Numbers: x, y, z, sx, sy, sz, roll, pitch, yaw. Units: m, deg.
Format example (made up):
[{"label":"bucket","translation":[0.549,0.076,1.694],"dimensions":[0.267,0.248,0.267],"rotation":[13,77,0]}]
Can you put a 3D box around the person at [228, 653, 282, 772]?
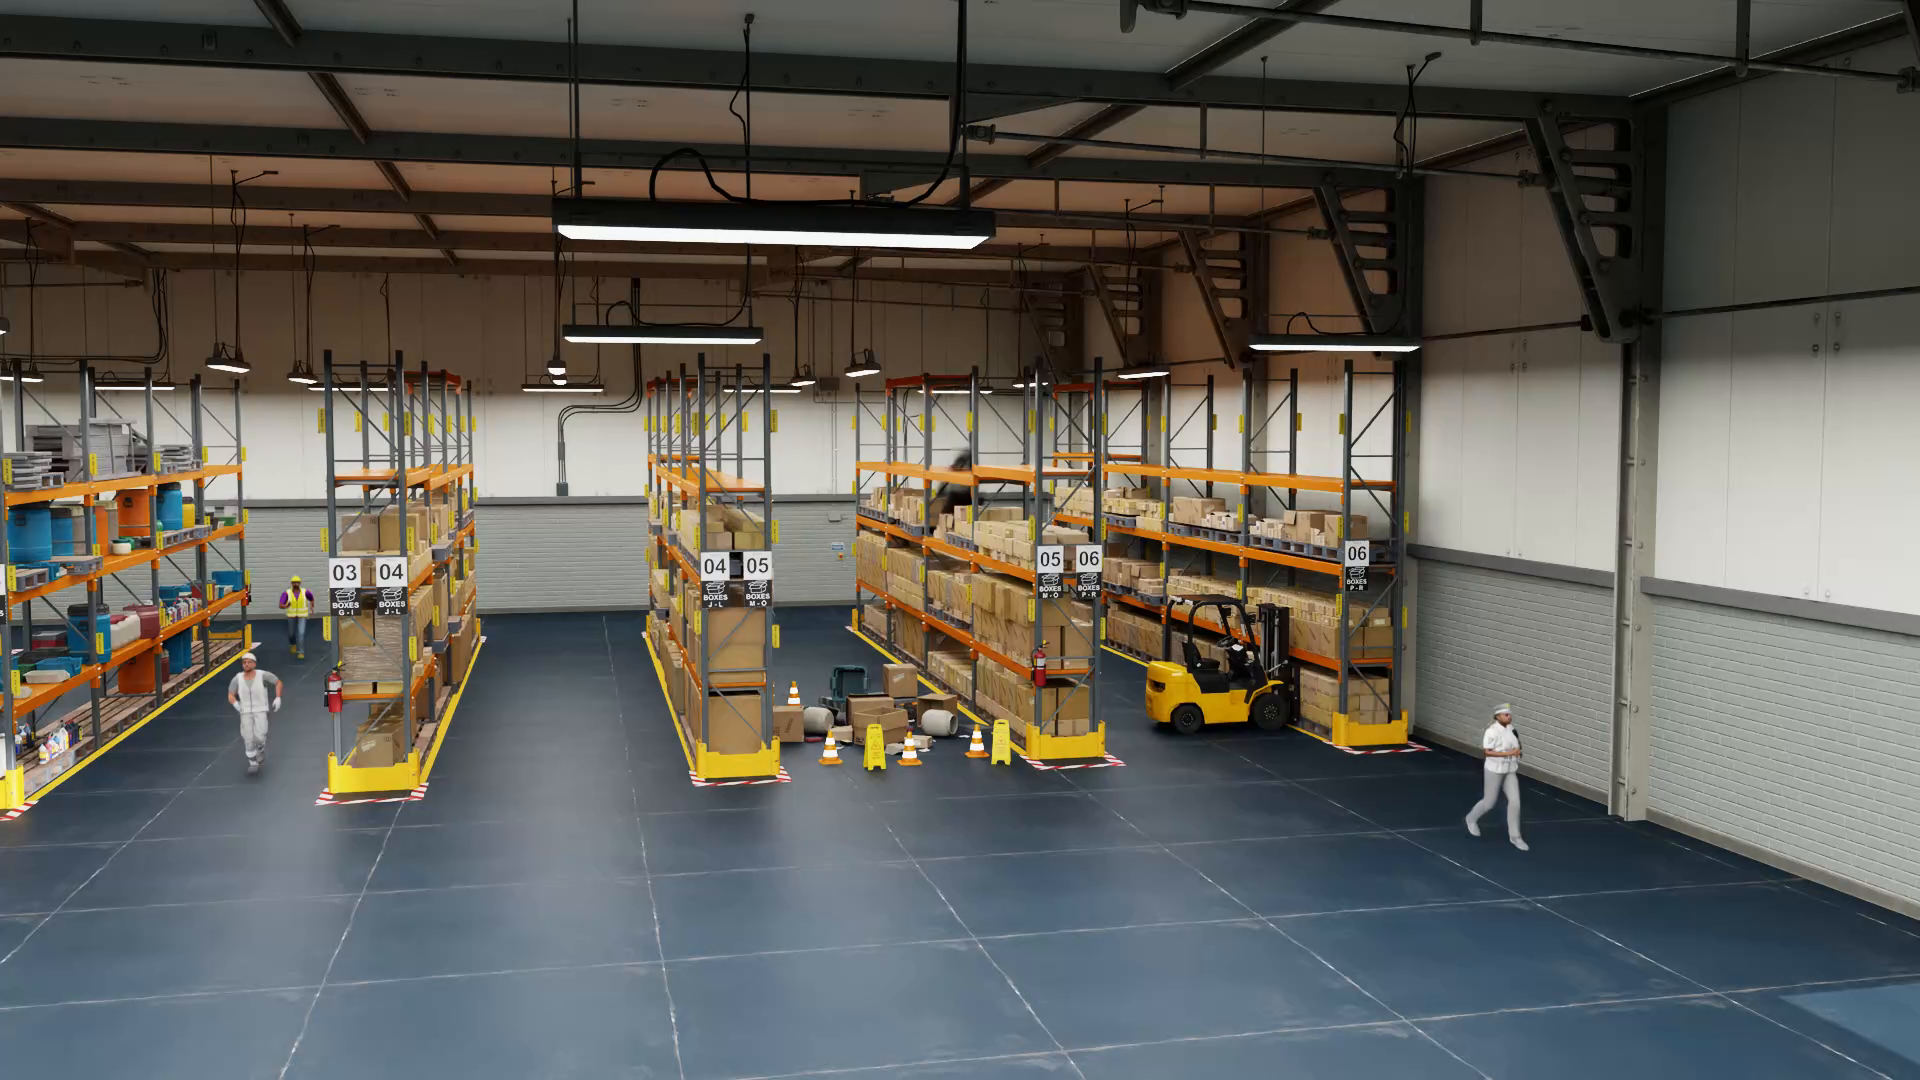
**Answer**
[{"label":"person","translation":[-10.090,2.477,23.768],"dimensions":[0.693,1.737,0.699],"rotation":[-1,4,-12]}]

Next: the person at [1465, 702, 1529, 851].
[{"label":"person","translation":[6.402,2.759,19.761],"dimensions":[0.604,1.703,0.900],"rotation":[-2,5,-29]}]

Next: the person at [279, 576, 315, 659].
[{"label":"person","translation":[-14.144,1.641,35.472],"dimensions":[0.713,1.744,0.982],"rotation":[-2,4,-21]}]
